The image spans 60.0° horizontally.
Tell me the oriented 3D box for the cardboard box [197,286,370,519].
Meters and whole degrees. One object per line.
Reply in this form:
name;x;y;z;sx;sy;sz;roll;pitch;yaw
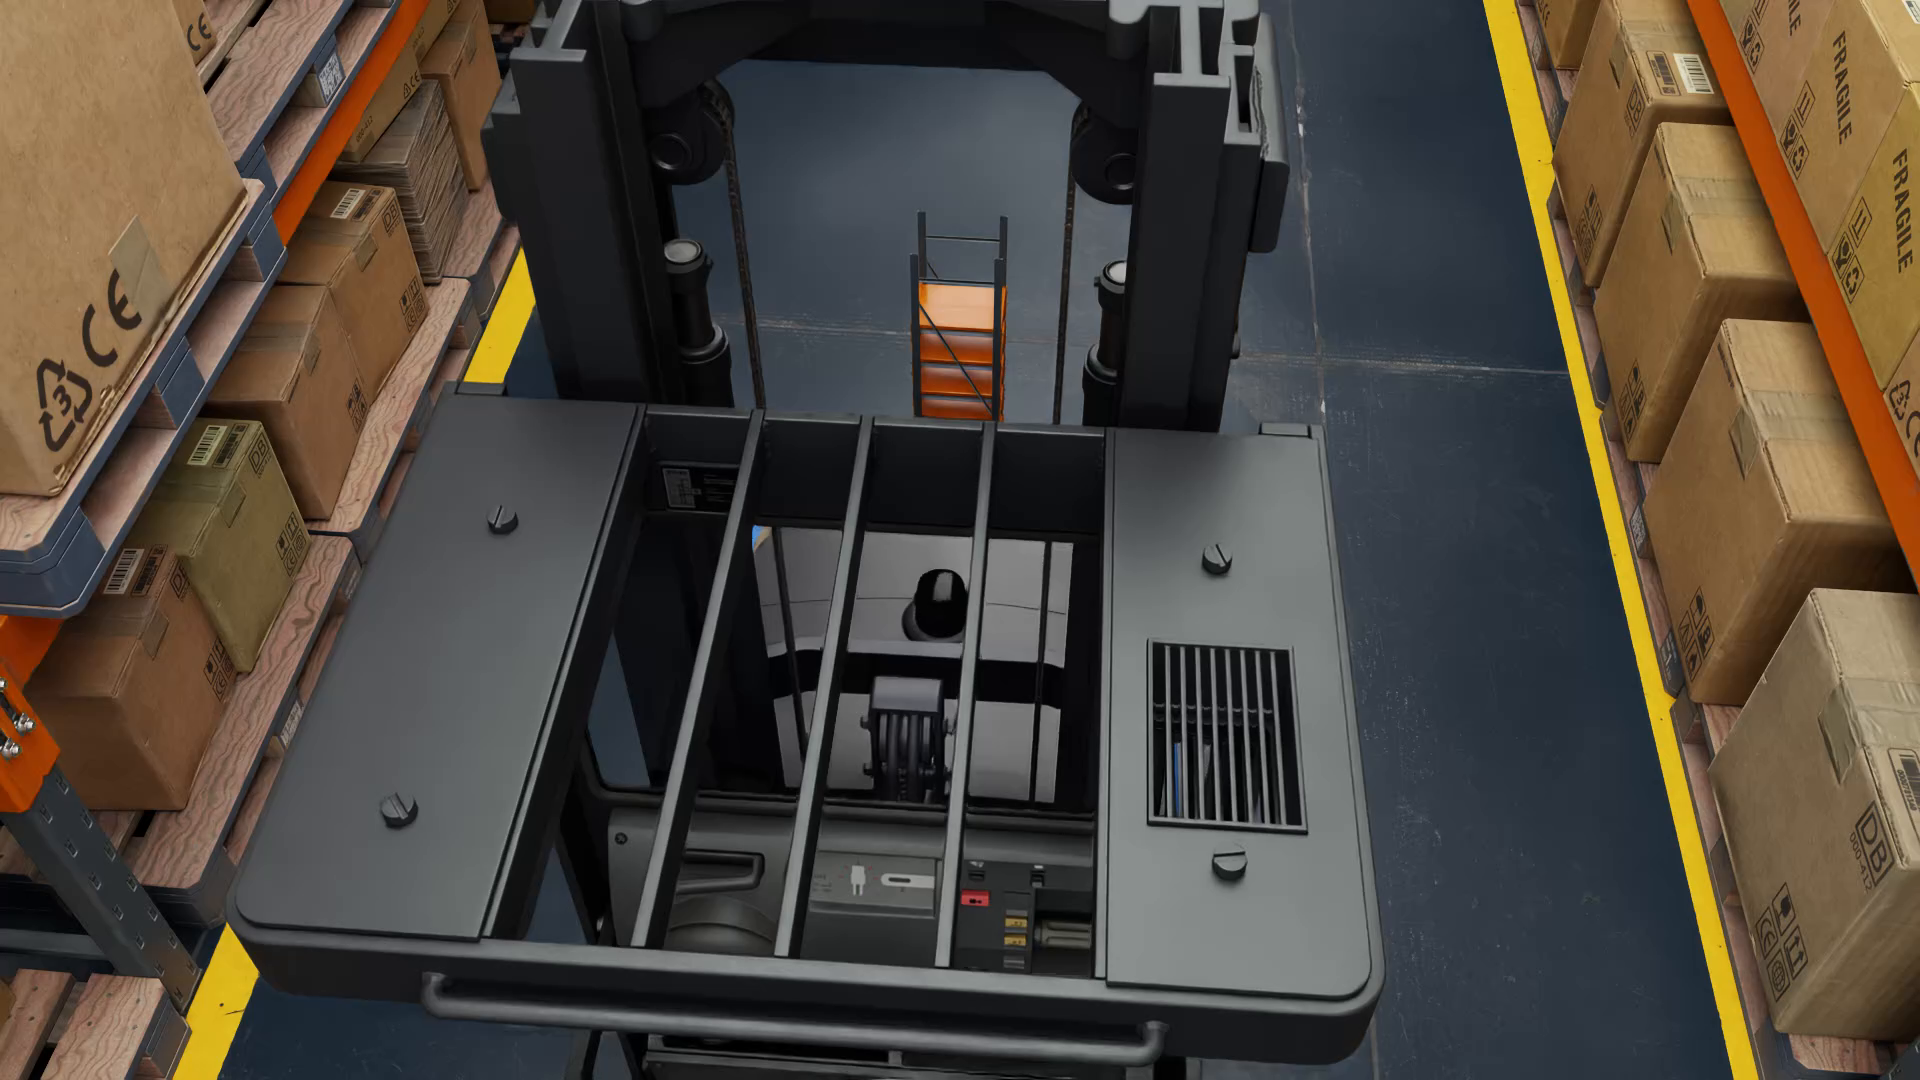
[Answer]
cardboard box;-2.242;-0.413;4.991;0.700;0.500;0.500;0;48;0

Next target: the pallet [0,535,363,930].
pallet;-2.363;0.471;4.676;1.003;0.211;1.213;4;48;4

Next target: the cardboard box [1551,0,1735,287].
cardboard box;2.717;-1.371;5.711;1.050;0.750;0.750;3;48;3

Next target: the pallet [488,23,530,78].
pallet;-1.921;-2.470;7.366;1.003;0.211;1.213;4;48;4

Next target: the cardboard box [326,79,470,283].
cardboard box;-2.147;-1.240;5.747;0.700;0.500;0.500;0;48;0

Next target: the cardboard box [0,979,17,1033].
cardboard box;-2.509;1.095;3.625;0.500;0.500;0.500;3;48;2

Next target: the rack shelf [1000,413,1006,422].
rack shelf;-0.001;-0.283;4.919;0.258;0.103;0.180;4;48;4

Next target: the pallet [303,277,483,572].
pallet;-2.254;-0.428;5.498;1.003;0.211;1.213;4;48;4

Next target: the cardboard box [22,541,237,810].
cardboard box;-2.355;0.347;4.295;0.700;0.500;0.500;1;48;1

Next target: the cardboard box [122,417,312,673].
cardboard box;-2.293;-0.002;4.615;0.700;0.500;0.500;4;48;3

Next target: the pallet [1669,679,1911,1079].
pallet;2.493;0.879;4.303;1.003;0.211;1.213;4;48;4

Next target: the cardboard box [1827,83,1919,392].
cardboard box;2.371;-0.668;3.760;0.500;0.500;0.500;4;48;4

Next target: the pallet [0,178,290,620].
pallet;-2.218;-0.385;3.699;1.003;0.211;1.213;4;48;4

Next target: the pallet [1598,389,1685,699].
pallet;2.602;-0.020;5.125;1.003;0.211;1.213;4;48;4

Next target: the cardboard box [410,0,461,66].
cardboard box;-2.099;-1.901;5.843;0.500;0.250;0.500;6;48;5

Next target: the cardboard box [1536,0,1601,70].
cardboard box;2.662;-2.229;6.665;0.500;0.500;0.500;4;48;3

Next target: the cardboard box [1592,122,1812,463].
cardboard box;2.641;-0.728;5.123;1.050;0.750;0.750;5;48;4

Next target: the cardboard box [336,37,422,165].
cardboard box;-2.137;-1.510;5.486;0.500;0.250;0.500;9;48;8

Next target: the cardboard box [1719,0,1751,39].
cardboard box;2.509;-1.778;4.775;0.500;0.500;0.500;3;48;3

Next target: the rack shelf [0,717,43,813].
rack shelf;-2.615;1.815;2.045;1.077;0.370;4.000;4;48;4

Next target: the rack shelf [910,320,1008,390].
rack shelf;-0.001;-0.526;4.653;0.258;0.103;0.180;4;48;4

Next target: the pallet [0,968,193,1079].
pallet;-2.458;1.539;3.699;1.003;0.211;1.213;4;48;4

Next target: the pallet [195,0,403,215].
pallet;-2.207;-1.315;4.550;1.003;0.211;1.213;4;48;4

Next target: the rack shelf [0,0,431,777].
rack shelf;-2.250;-1.125;4.734;1.077;0.370;4.000;4;48;4

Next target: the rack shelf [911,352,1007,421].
rack shelf;-0.001;-0.445;4.742;0.258;0.103;0.180;4;48;4

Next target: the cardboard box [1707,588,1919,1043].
cardboard box;2.465;0.665;3.849;1.050;0.750;0.750;4;48;3

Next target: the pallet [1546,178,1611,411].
pallet;2.715;-0.914;5.943;1.003;0.211;1.213;4;48;4

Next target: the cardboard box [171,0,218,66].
cardboard box;-2.366;-1.355;4.102;0.797;0.503;0.637;8;48;8

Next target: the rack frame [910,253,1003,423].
rack frame;-0.010;-0.327;4.736;0.240;1.200;0.006;4;48;4

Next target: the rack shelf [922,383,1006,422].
rack shelf;-0.001;-0.364;4.830;0.258;0.103;0.180;4;48;4

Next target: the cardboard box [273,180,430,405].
cardboard box;-2.192;-0.823;5.366;0.700;0.500;0.500;7;48;7

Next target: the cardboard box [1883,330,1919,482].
cardboard box;2.325;-0.297;3.421;0.500;0.500;0.500;3;48;3

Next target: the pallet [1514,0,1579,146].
pallet;2.935;-2.062;6.993;1.003;0.211;1.213;4;48;4

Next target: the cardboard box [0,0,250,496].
cardboard box;-2.221;-0.817;3.273;1.000;1.000;1.000;4;48;4

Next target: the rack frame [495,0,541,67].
rack frame;-2.068;-2.837;5.812;1.000;3.000;0.127;4;48;4

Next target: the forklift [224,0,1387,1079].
forklift;-0.122;0.750;2.578;1.130;2.935;3.031;3;48;3

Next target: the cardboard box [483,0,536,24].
cardboard box;-1.984;-2.768;6.904;1.225;0.875;0.875;2;48;2

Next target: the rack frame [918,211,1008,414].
rack frame;0.007;-0.462;4.859;0.240;1.200;0.006;4;48;4

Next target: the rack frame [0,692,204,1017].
rack frame;-2.432;0.102;3.124;1.000;3.000;0.127;4;48;4

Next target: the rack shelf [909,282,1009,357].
rack shelf;-0.001;-0.607;4.565;0.258;0.103;0.180;4;48;4

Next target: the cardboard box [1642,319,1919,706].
cardboard box;2.556;-0.043;4.497;1.050;0.750;0.750;4;48;4

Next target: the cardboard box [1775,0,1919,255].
cardboard box;2.415;-1.041;4.102;0.500;0.500;0.500;3;48;3

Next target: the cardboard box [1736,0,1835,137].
cardboard box;2.463;-1.407;4.436;0.500;0.500;0.500;4;48;3

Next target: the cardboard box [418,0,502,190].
cardboard box;-2.109;-1.648;6.121;0.700;0.500;0.500;2;48;1

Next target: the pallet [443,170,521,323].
pallet;-2.140;-1.322;6.316;1.003;0.211;1.213;4;48;4

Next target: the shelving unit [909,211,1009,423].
shelving unit;-0.001;-0.394;4.798;0.258;1.200;0.189;4;48;4
